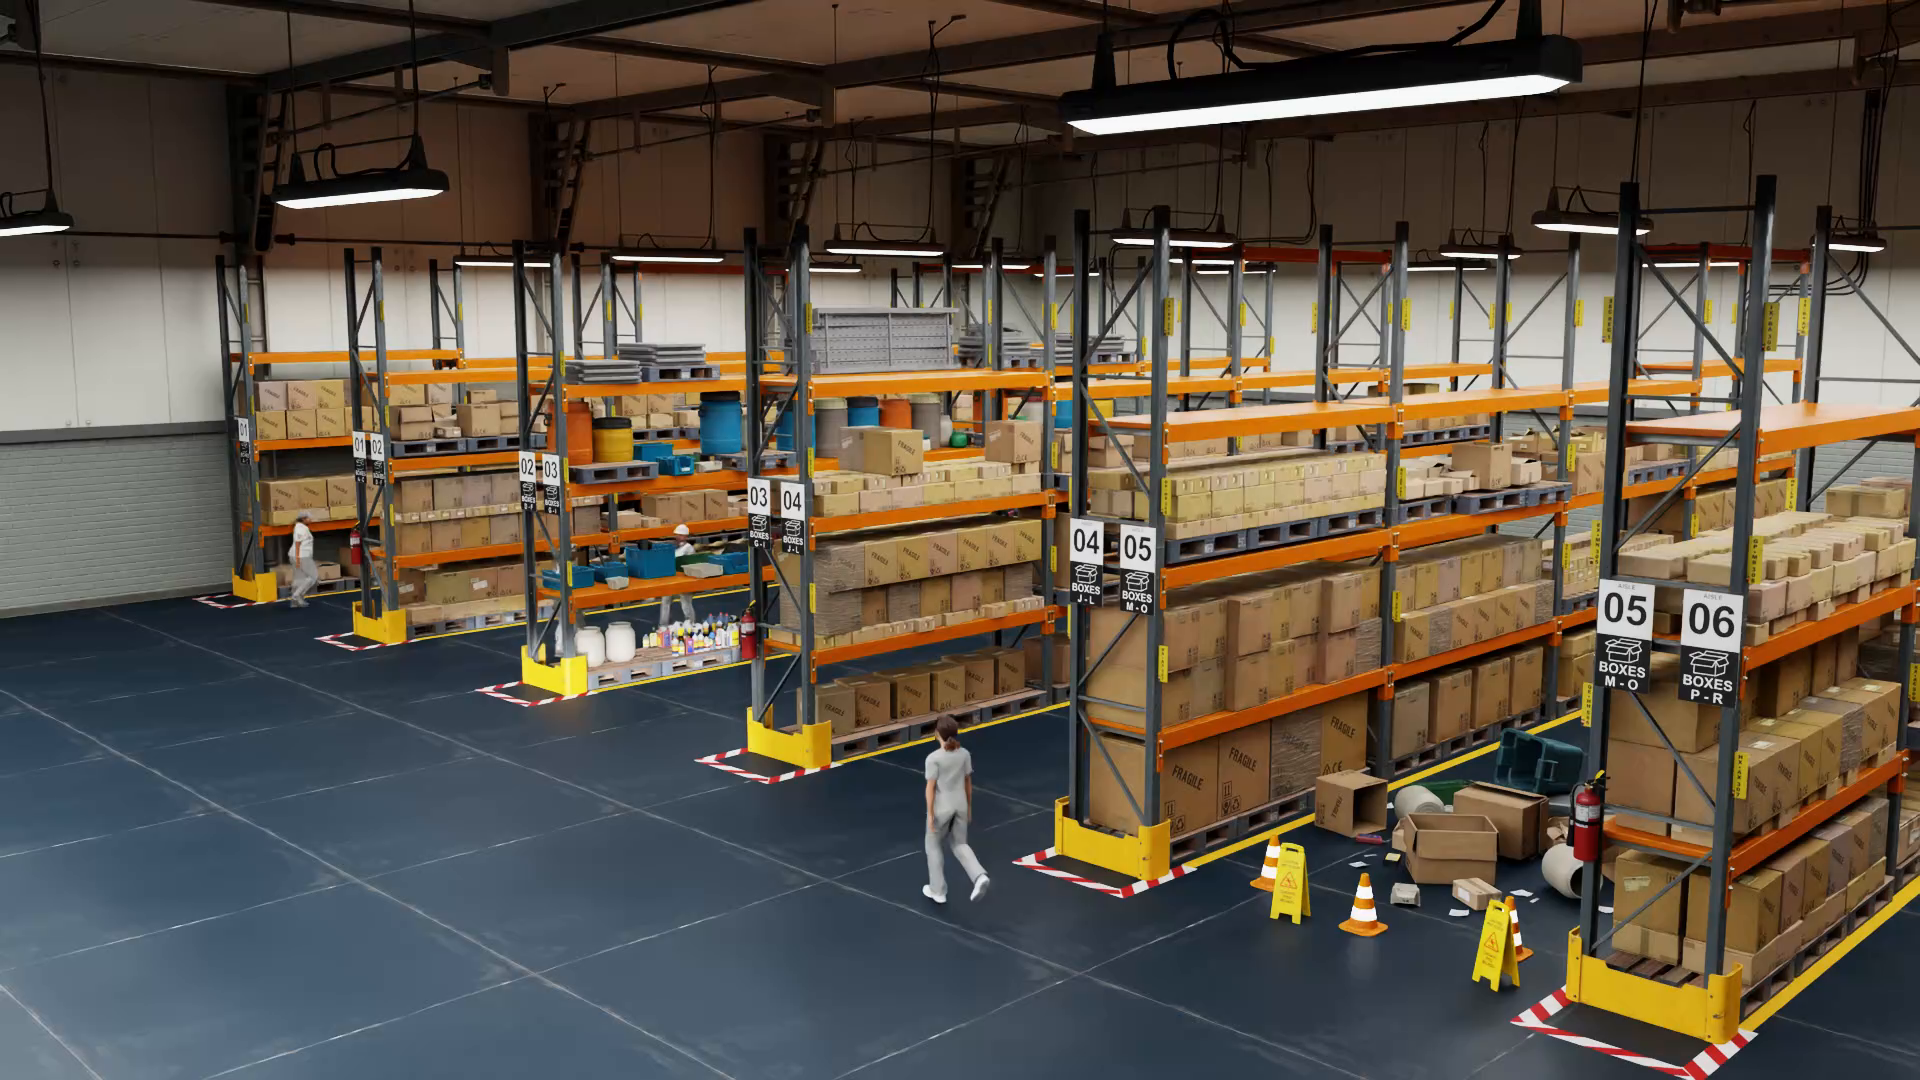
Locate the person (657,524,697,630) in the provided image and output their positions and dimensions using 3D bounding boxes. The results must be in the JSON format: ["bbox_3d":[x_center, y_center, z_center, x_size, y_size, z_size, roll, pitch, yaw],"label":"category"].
[{"bbox_3d":[-4.391,0.657,25.711,0.640,1.802,0.636,5,10,32],"label":"person"}]

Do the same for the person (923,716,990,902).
[{"bbox_3d":[-0.071,2.332,14.238,0.453,1.650,0.765,-5,10,-34],"label":"person"}]

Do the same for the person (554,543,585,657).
[{"bbox_3d":[-5.787,0.890,24.390,0.470,1.663,0.504,-6,10,-37],"label":"person"}]

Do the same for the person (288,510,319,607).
[{"bbox_3d":[-11.242,0.323,28.417,0.516,1.652,0.540,-6,10,-37],"label":"person"}]
